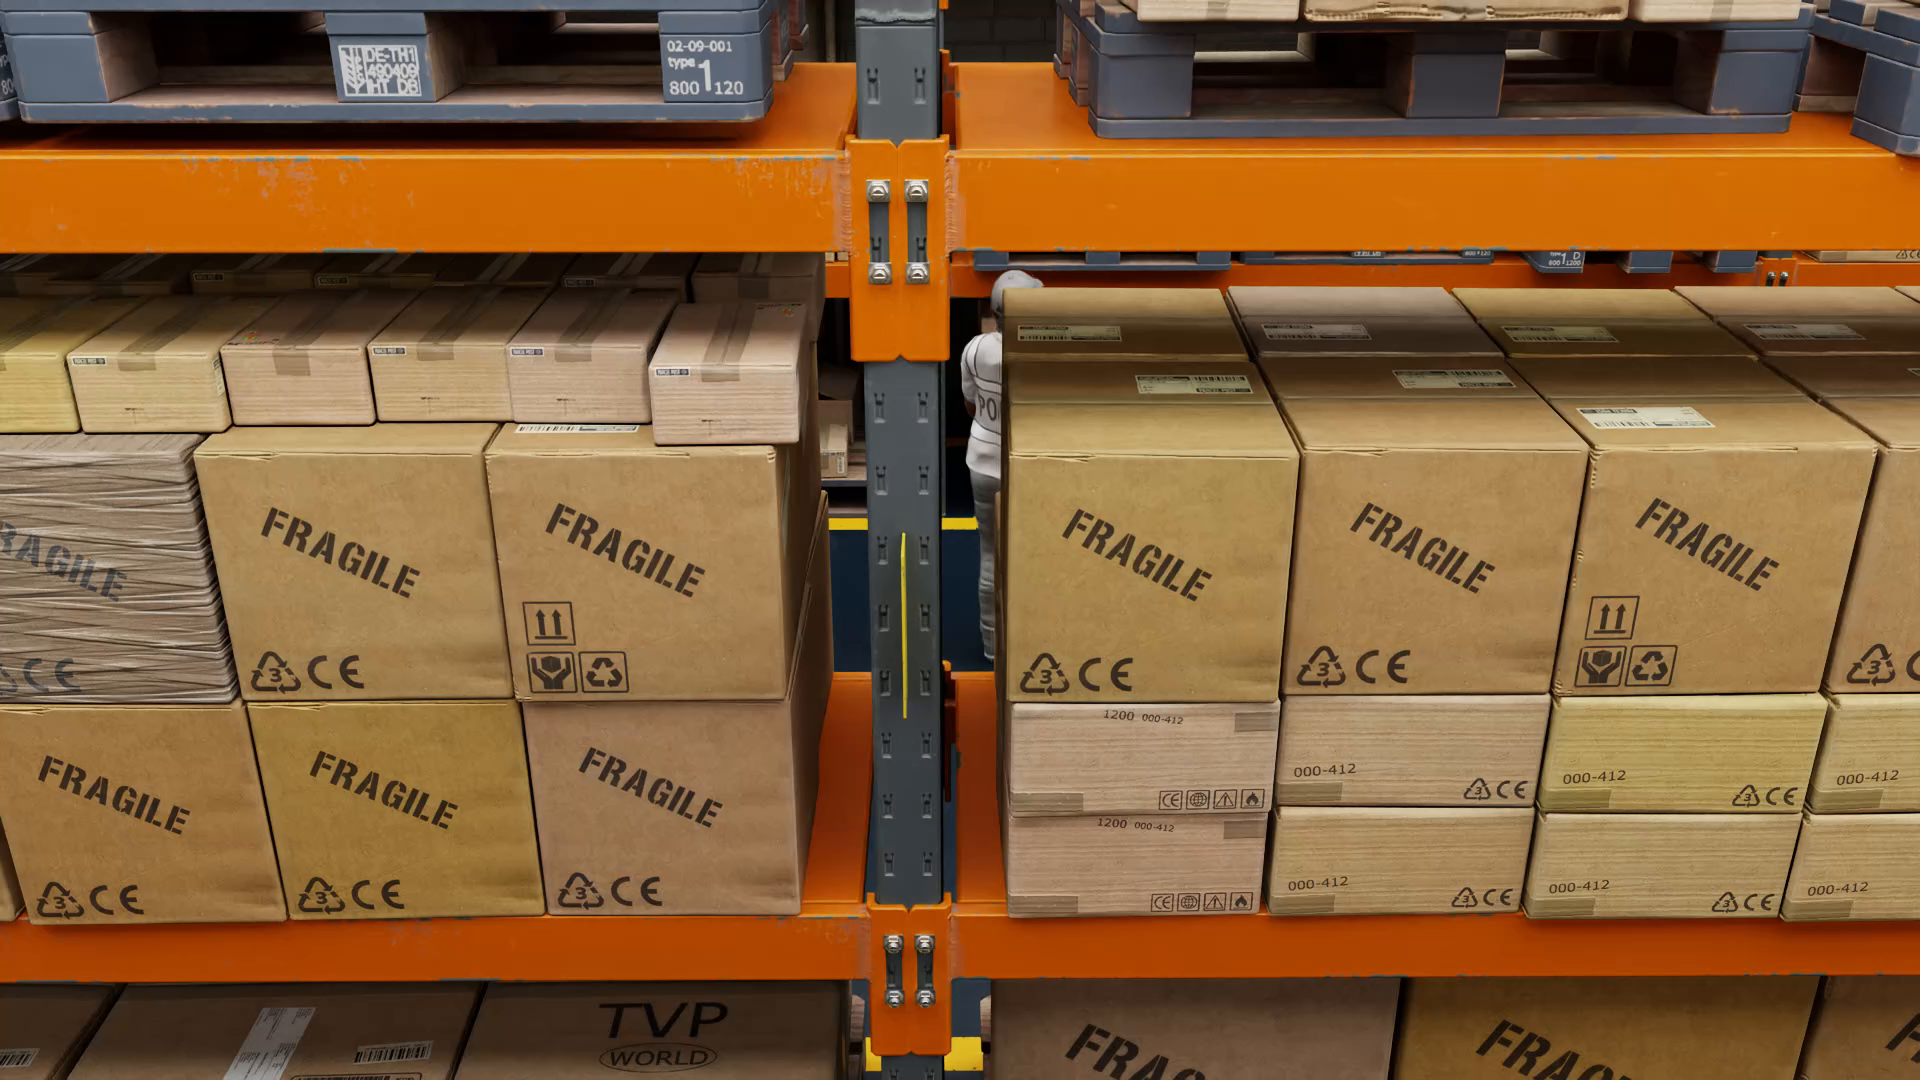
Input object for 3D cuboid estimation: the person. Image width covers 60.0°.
[{"bbox_3d":[0.272,-0.295,6.732,0.509,1.669,0.502,12,27,25],"label":"person"}]
